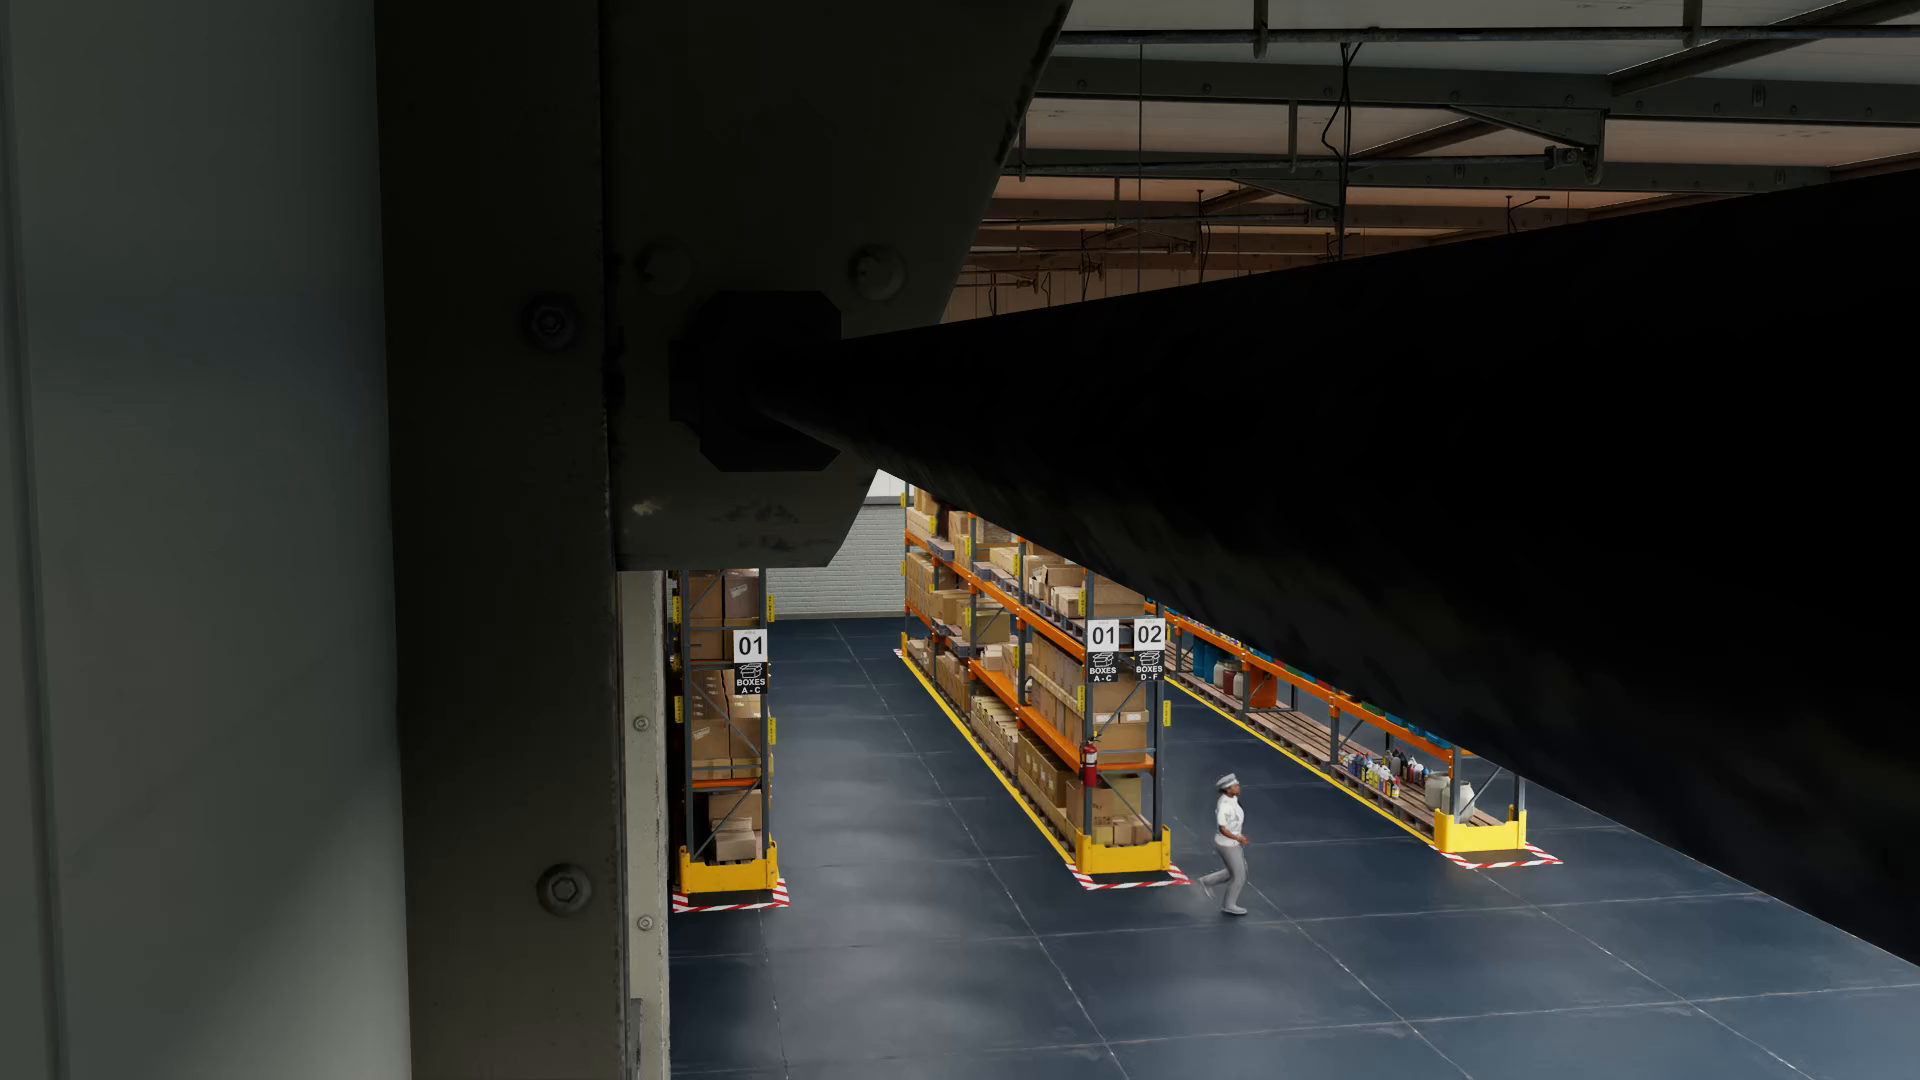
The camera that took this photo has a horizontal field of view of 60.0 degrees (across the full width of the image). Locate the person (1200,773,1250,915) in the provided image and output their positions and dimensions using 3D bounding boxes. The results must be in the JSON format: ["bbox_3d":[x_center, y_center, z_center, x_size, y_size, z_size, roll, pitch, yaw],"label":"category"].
[{"bbox_3d":[3.073,3.508,19.292,0.601,1.658,0.597,2,6,16],"label":"person"}]
